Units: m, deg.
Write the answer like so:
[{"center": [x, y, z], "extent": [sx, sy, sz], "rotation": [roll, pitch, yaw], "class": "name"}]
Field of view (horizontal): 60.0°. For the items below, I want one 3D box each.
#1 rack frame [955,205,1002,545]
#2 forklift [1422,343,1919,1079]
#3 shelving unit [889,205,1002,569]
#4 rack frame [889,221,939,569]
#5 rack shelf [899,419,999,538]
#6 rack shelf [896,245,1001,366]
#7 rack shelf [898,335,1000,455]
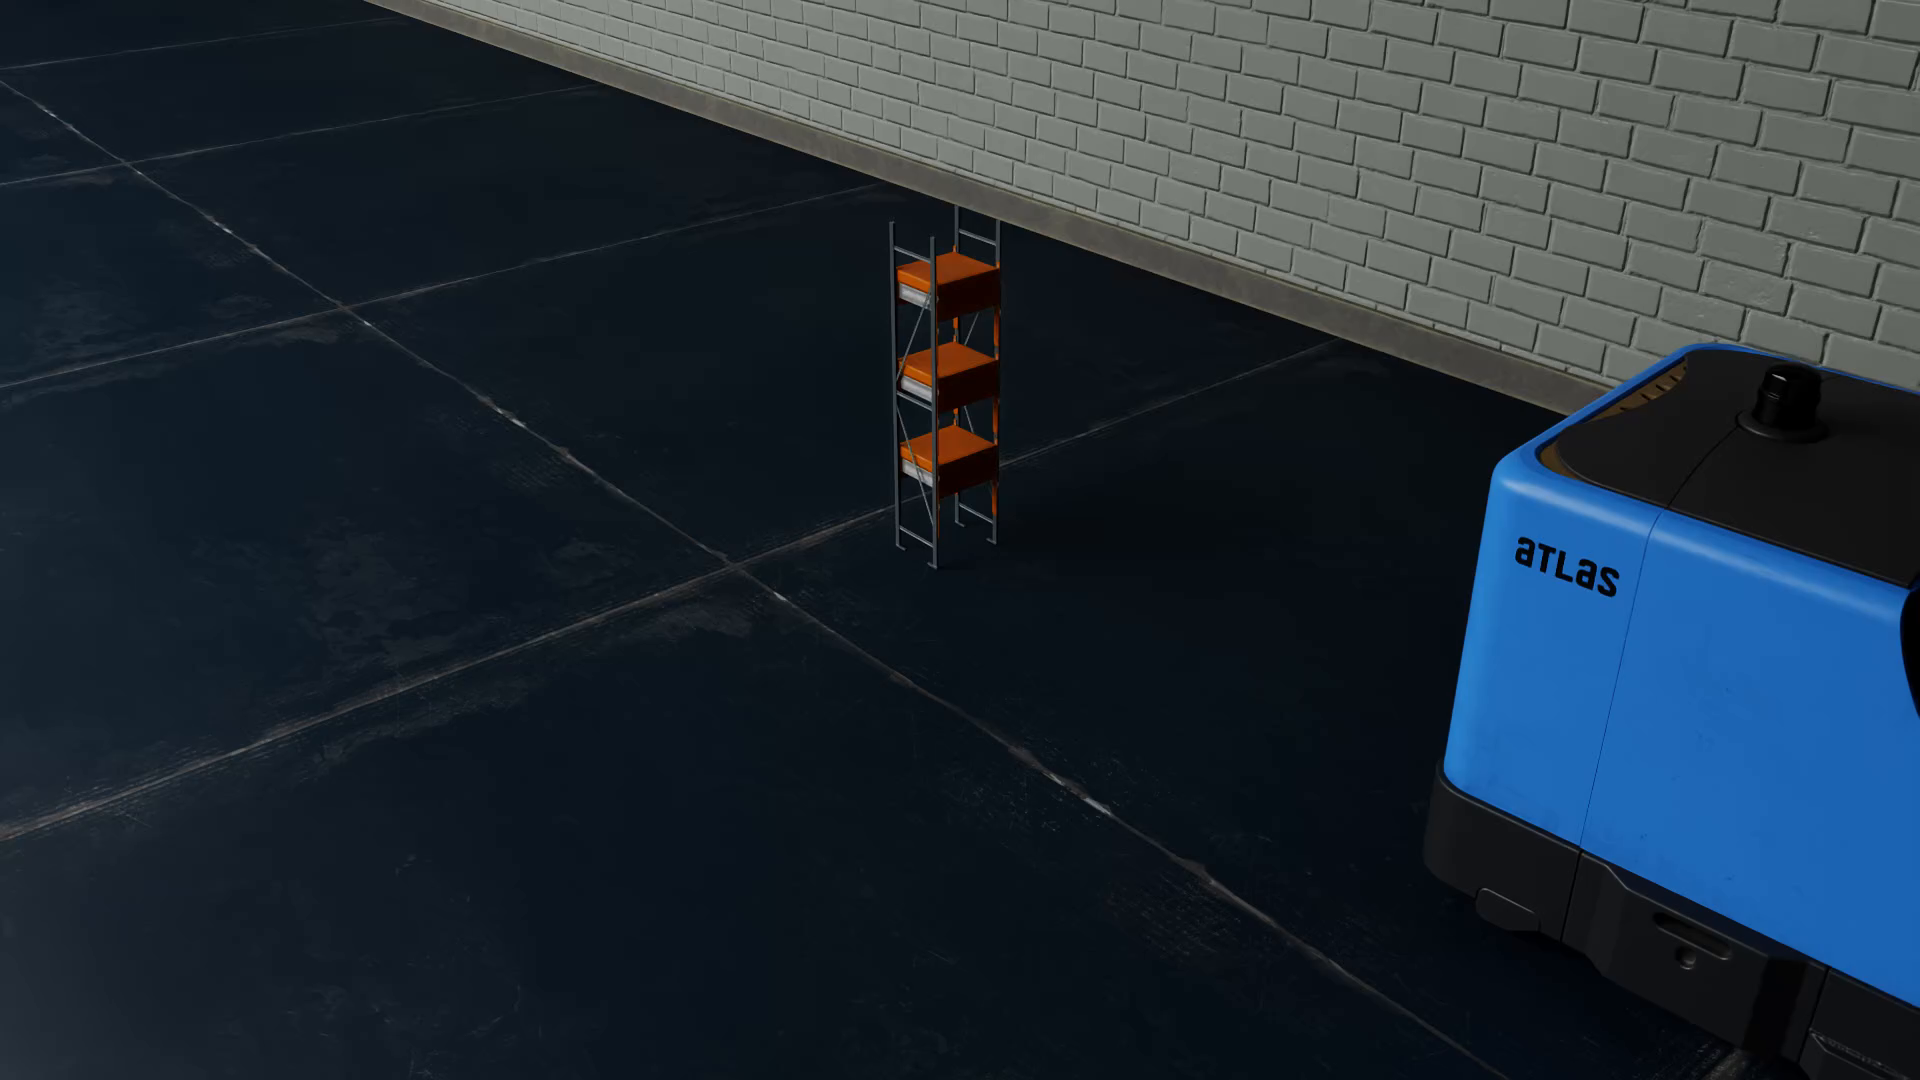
[{"center": [0.052, -0.484, 5.059], "extent": [0.008, 1.050, 0.200], "rotation": [-22, 35, -35], "class": "rack frame"}, {"center": [2.449, -0.177, 2.489], "extent": [3.031, 2.935, 1.130], "rotation": [25, 37, 38], "class": "forklift"}, {"center": [-0.041, -0.447, 4.989], "extent": [0.252, 1.050, 0.215], "rotation": [-22, 35, -35], "class": "shelving unit"}, {"center": [-0.134, -0.409, 4.920], "extent": [0.008, 1.050, 0.200], "rotation": [-22, 35, -35], "class": "rack frame"}, {"center": [-0.041, -0.192, 5.125], "extent": [0.240, 0.259, 0.215], "rotation": [-22, 35, -35], "class": "rack shelf"}, {"center": [-0.041, -0.688, 4.861], "extent": [0.240, 0.259, 0.215], "rotation": [-22, 35, -35], "class": "rack shelf"}, {"center": [-0.041, -0.437, 4.994], "extent": [0.240, 0.259, 0.215], "rotation": [-22, 35, -35], "class": "rack shelf"}]
